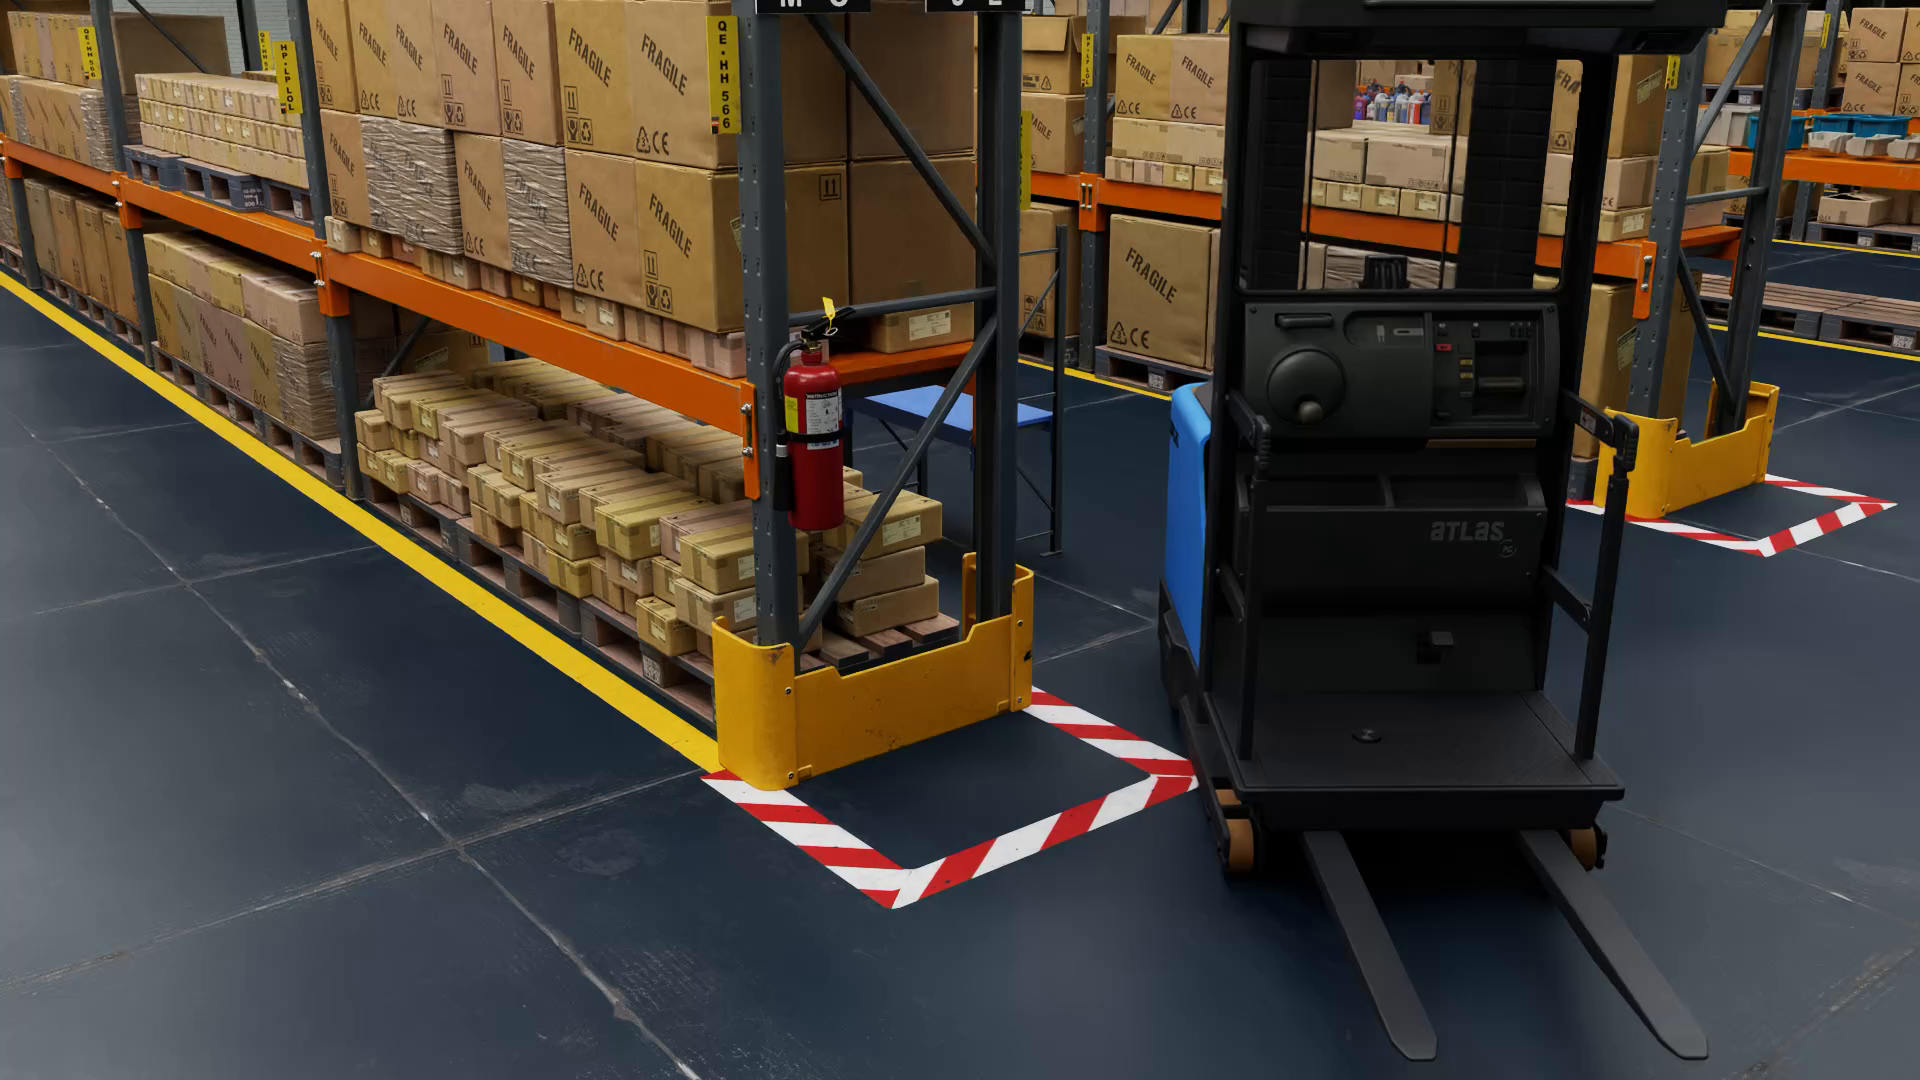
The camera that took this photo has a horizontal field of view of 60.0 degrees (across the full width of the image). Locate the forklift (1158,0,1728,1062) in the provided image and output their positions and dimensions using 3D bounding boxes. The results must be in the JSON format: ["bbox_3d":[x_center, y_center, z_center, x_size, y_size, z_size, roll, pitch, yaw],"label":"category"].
[{"bbox_3d":[1.313,-0.506,4.729,1.130,2.935,3.031,0,18,-1],"label":"forklift"}]

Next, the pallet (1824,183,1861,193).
[{"bbox_3d":[11.587,-4.719,21.777,1.003,0.211,1.213,-14,23,-36],"label":"pallet"}]

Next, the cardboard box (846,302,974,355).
[{"bbox_3d":[-0.174,-0.762,5.790,0.380,0.149,0.250,-14,23,-37],"label":"cardboard box"}]

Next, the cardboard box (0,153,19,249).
[{"bbox_3d":[-8.578,-3.275,15.692,0.875,0.875,0.875,-14,23,-36],"label":"cardboard box"}]

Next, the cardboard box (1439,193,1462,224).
[{"bbox_3d":[2.770,-1.772,8.842,0.380,0.149,0.250,-13,23,-35],"label":"cardboard box"}]

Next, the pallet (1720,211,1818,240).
[{"bbox_3d":[8.471,-3.467,17.999,1.003,0.211,1.213,-14,23,-36],"label":"pallet"}]

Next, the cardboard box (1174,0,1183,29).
[{"bbox_3d":[3.443,-7.465,23.413,0.700,0.500,0.500,-14,23,-36],"label":"cardboard box"}]

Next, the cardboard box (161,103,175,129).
[{"bbox_3d":[-4.716,-2.640,10.321,0.380,0.149,0.250,-15,23,-38],"label":"cardboard box"}]

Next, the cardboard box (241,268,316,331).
[{"bbox_3d":[-3.682,-1.355,9.298,0.500,0.250,0.500,-13,22,-34],"label":"cardboard box"}]

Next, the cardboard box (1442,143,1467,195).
[{"bbox_3d":[2.898,-1.943,8.723,0.500,0.250,0.500,-14,23,-37],"label":"cardboard box"}]

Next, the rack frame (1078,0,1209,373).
[{"bbox_3d":[1.238,-2.666,11.141,1.000,3.000,0.127,-14,23,-36],"label":"rack frame"}]

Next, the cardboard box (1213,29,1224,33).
[{"bbox_3d":[3.702,-6.950,22.889,0.380,0.149,0.250,-14,23,-36],"label":"cardboard box"}]

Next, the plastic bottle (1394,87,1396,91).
[{"bbox_3d":[4.130,-4.186,15.919,0.061,0.283,0.133,-14,23,-36],"label":"plastic bottle"}]

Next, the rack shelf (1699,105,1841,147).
[{"bbox_3d":[7.764,-4.750,18.579,1.077,0.370,4.000,-14,23,-36],"label":"rack shelf"}]

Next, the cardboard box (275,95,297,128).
[{"bbox_3d":[-3.283,-2.212,8.556,0.380,0.149,0.250,-15,23,-38],"label":"cardboard box"}]

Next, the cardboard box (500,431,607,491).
[{"bbox_3d":[-1.711,-0.336,7.025,0.380,0.149,0.250,-14,23,-36],"label":"cardboard box"}]

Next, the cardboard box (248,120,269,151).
[{"bbox_3d":[-3.604,-2.196,8.982,0.380,0.149,0.250,-15,23,-38],"label":"cardboard box"}]

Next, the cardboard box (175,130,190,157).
[{"bbox_3d":[-4.574,-2.440,10.191,0.380,0.149,0.250,-13,22,-34],"label":"cardboard box"}]

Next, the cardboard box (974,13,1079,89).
[{"bbox_3d":[0.418,-3.517,11.956,0.797,0.503,0.637,-14,23,-36],"label":"cardboard box"}]

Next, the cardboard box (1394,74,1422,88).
[{"bbox_3d":[5.686,-5.768,20.909,0.380,0.149,0.250,-12,22,-32],"label":"cardboard box"}]

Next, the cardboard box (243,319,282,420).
[{"bbox_3d":[-3.688,-0.995,9.404,0.500,0.500,0.500,-15,23,-37],"label":"cardboard box"}]

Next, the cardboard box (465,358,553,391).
[{"bbox_3d":[-2.288,-0.814,8.470,0.380,0.149,0.250,-13,22,-35],"label":"cardboard box"}]

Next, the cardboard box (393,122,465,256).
[{"bbox_3d":[-2.006,-1.488,6.953,0.500,0.500,0.500,-15,23,-37],"label":"cardboard box"}]

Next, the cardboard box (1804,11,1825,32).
[{"bbox_3d":[11.131,-6.689,21.434,0.500,0.250,0.500,-14,23,-36],"label":"cardboard box"}]

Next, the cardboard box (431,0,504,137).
[{"bbox_3d":[-1.684,-1.845,6.441,0.500,0.500,0.500,-15,23,-38],"label":"cardboard box"}]

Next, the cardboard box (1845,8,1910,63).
[{"bbox_3d":[9.078,-4.949,16.288,0.500,0.500,0.500,-13,22,-35],"label":"cardboard box"}]

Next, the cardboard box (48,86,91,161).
[{"bbox_3d":[-6.306,-3.061,12.175,0.500,0.500,0.500,-14,23,-37],"label":"cardboard box"}]

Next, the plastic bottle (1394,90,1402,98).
[{"bbox_3d":[4.128,-4.099,15.674,0.097,0.271,0.097,0,18,0],"label":"plastic bottle"}]

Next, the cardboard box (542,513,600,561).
[{"bbox_3d":[-1.437,-0.051,6.640,0.380,0.149,0.250,-14,23,-35],"label":"cardboard box"}]

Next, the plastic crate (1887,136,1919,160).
[{"bbox_3d":[6.787,-2.790,11.840,0.396,0.136,0.243,-14,23,-36],"label":"plastic crate"}]

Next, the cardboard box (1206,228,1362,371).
[{"bbox_3d":[2.144,-1.456,10.201,0.875,0.875,0.875,-14,23,-36],"label":"cardboard box"}]

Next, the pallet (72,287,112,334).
[{"bbox_3d":[-6.380,-1.894,13.246,1.003,0.211,1.213,-14,23,-36],"label":"pallet"}]

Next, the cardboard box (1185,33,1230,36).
[{"bbox_3d":[1.733,-3.031,10.816,0.500,0.500,0.500,-13,22,-35],"label":"cardboard box"}]

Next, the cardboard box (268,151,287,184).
[{"bbox_3d":[-3.430,-1.988,8.825,0.380,0.149,0.250,-14,23,-36],"label":"cardboard box"}]

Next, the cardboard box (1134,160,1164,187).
[{"bbox_3d":[1.324,-2.344,10.569,0.380,0.149,0.250,-15,23,-38],"label":"cardboard box"}]

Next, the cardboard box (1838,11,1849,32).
[{"bbox_3d":[11.452,-6.564,21.058,0.500,0.250,0.500,-15,23,-37],"label":"cardboard box"}]

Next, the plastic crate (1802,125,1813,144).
[{"bbox_3d":[6.437,-3.165,12.974,0.293,0.136,0.466,-14,23,-36],"label":"plastic crate"}]

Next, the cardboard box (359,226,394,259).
[{"bbox_3d":[-2.575,-1.421,7.780,0.380,0.149,0.250,-13,22,-35],"label":"cardboard box"}]

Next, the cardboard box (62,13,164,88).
[{"bbox_3d":[-6.103,-3.593,12.193,0.700,0.500,0.500,-14,23,-37],"label":"cardboard box"}]

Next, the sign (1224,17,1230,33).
[{"bbox_3d":[3.604,-6.909,22.454,0.100,0.325,0.005,-14,23,-36],"label":"sign"}]

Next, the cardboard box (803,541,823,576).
[{"bbox_3d":[-0.479,0.018,6.430,0.380,0.149,0.250,-14,23,-36],"label":"cardboard box"}]

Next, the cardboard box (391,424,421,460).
[{"bbox_3d":[-2.511,-0.513,8.034,0.380,0.149,0.250,-14,23,-36],"label":"cardboard box"}]

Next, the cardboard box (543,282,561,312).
[{"bbox_3d":[-1.384,-0.977,6.442,0.380,0.149,0.250,-15,24,-38],"label":"cardboard box"}]

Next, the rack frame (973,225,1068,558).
[{"bbox_3d":[0.263,-0.608,7.312,0.500,1.500,0.032,-14,23,-36],"label":"rack frame"}]

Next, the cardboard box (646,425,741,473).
[{"bbox_3d":[-1.121,-0.381,7.163,0.380,0.149,0.250,-14,23,-35],"label":"cardboard box"}]

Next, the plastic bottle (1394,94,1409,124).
[{"bbox_3d":[3.999,-3.855,14.930,0.152,0.276,0.135,-14,23,-36],"label":"plastic bottle"}]

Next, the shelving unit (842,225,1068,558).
[{"bbox_3d":[-0.053,-0.733,7.690,0.538,1.500,1.048,-14,23,-36],"label":"shelving unit"}]

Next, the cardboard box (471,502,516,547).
[{"bbox_3d":[-1.901,-0.104,7.273,0.380,0.149,0.250,-15,23,-38],"label":"cardboard box"}]

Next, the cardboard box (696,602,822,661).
[{"bbox_3d":[-0.720,0.328,5.967,0.380,0.149,0.250,-14,23,-35],"label":"cardboard box"}]

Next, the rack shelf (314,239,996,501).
[{"bbox_3d":[-1.471,-0.888,6.918,1.077,0.370,4.000,-14,23,-36],"label":"rack shelf"}]

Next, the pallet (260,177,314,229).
[{"bbox_3d":[-3.073,-1.848,8.978,1.003,0.211,1.213,-14,23,-36],"label":"pallet"}]

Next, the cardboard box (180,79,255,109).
[{"bbox_3d":[-4.410,-2.660,9.910,0.380,0.149,0.250,-13,22,-34],"label":"cardboard box"}]

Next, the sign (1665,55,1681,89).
[{"bbox_3d":[3.287,-2.240,7.636,0.100,0.325,0.005,-14,23,-36],"label":"sign"}]
